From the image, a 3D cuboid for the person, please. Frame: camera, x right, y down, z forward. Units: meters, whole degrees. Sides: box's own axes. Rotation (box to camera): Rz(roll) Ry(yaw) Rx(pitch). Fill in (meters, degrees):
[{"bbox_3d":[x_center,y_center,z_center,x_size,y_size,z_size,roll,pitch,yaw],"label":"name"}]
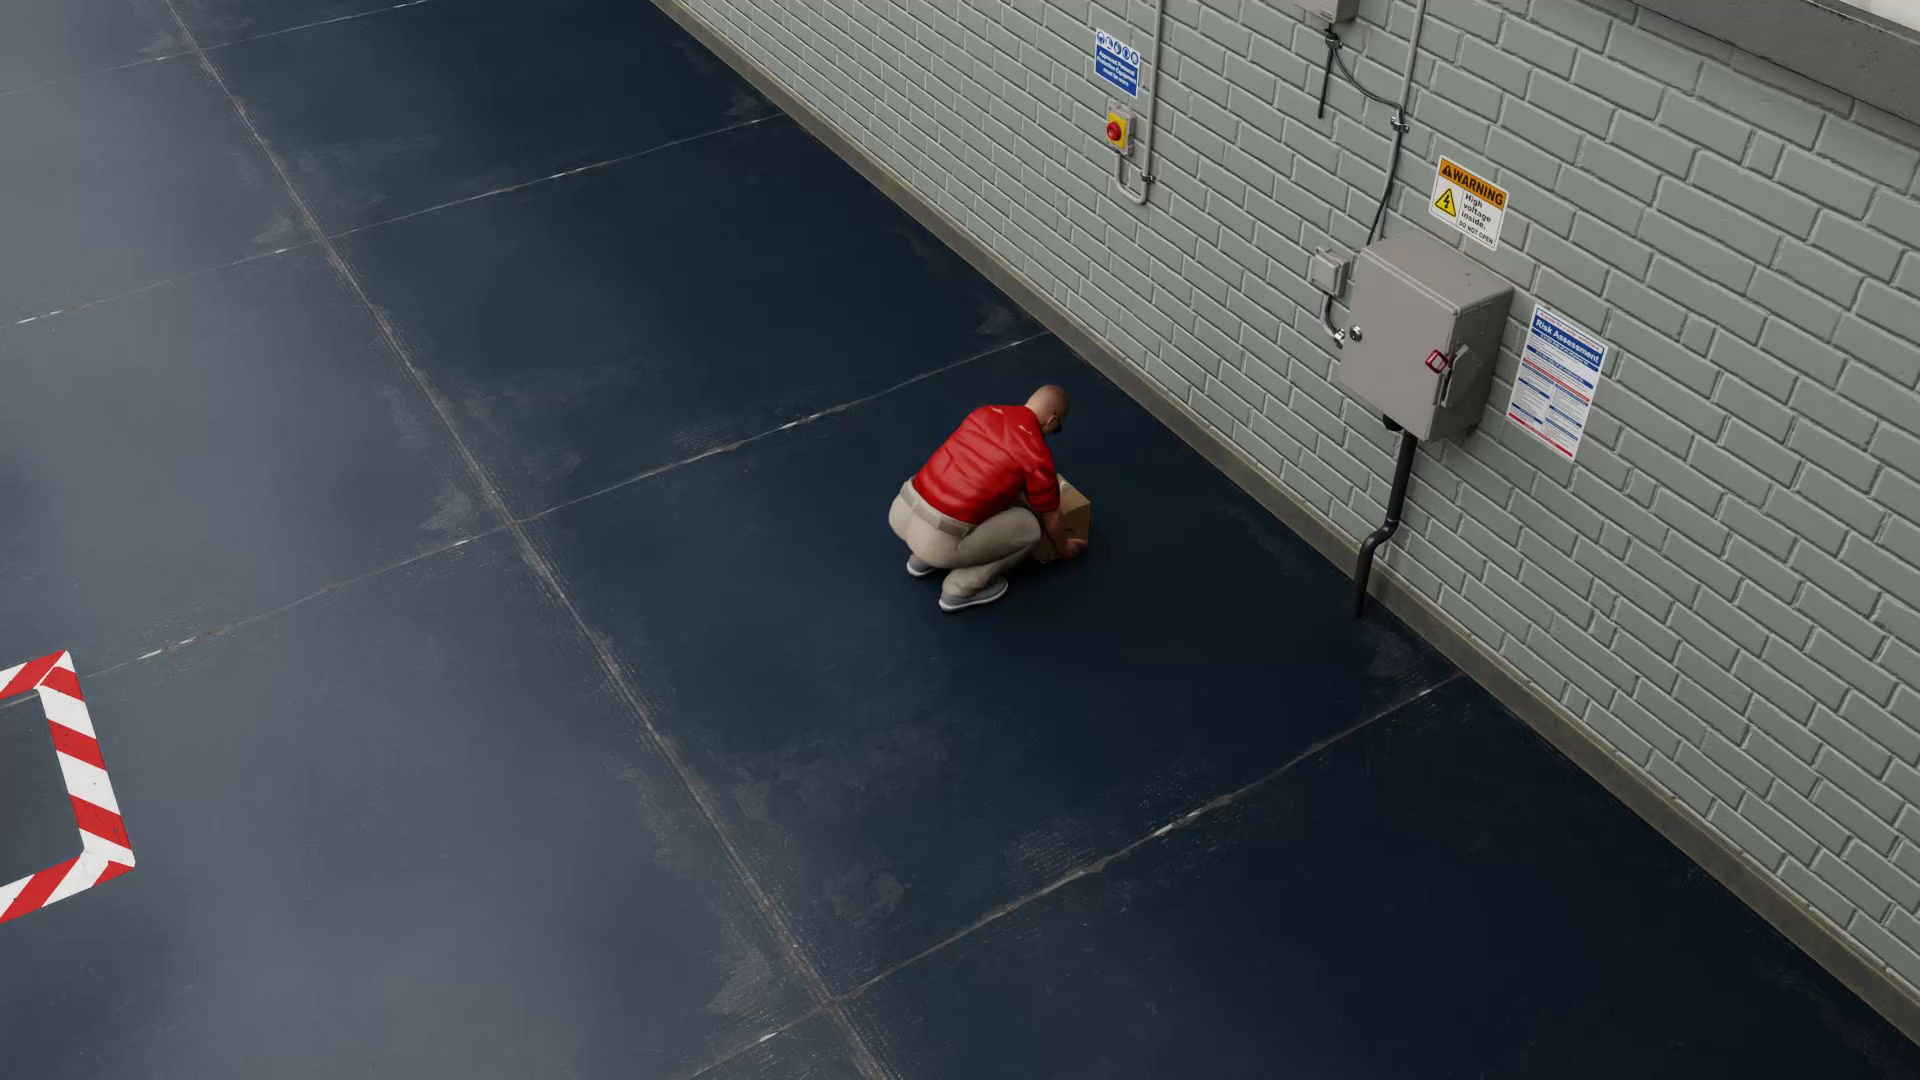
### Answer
[{"bbox_3d":[0.114,-0.152,7.145,0.883,0.810,0.533,-23,45,-24],"label":"person"}]
